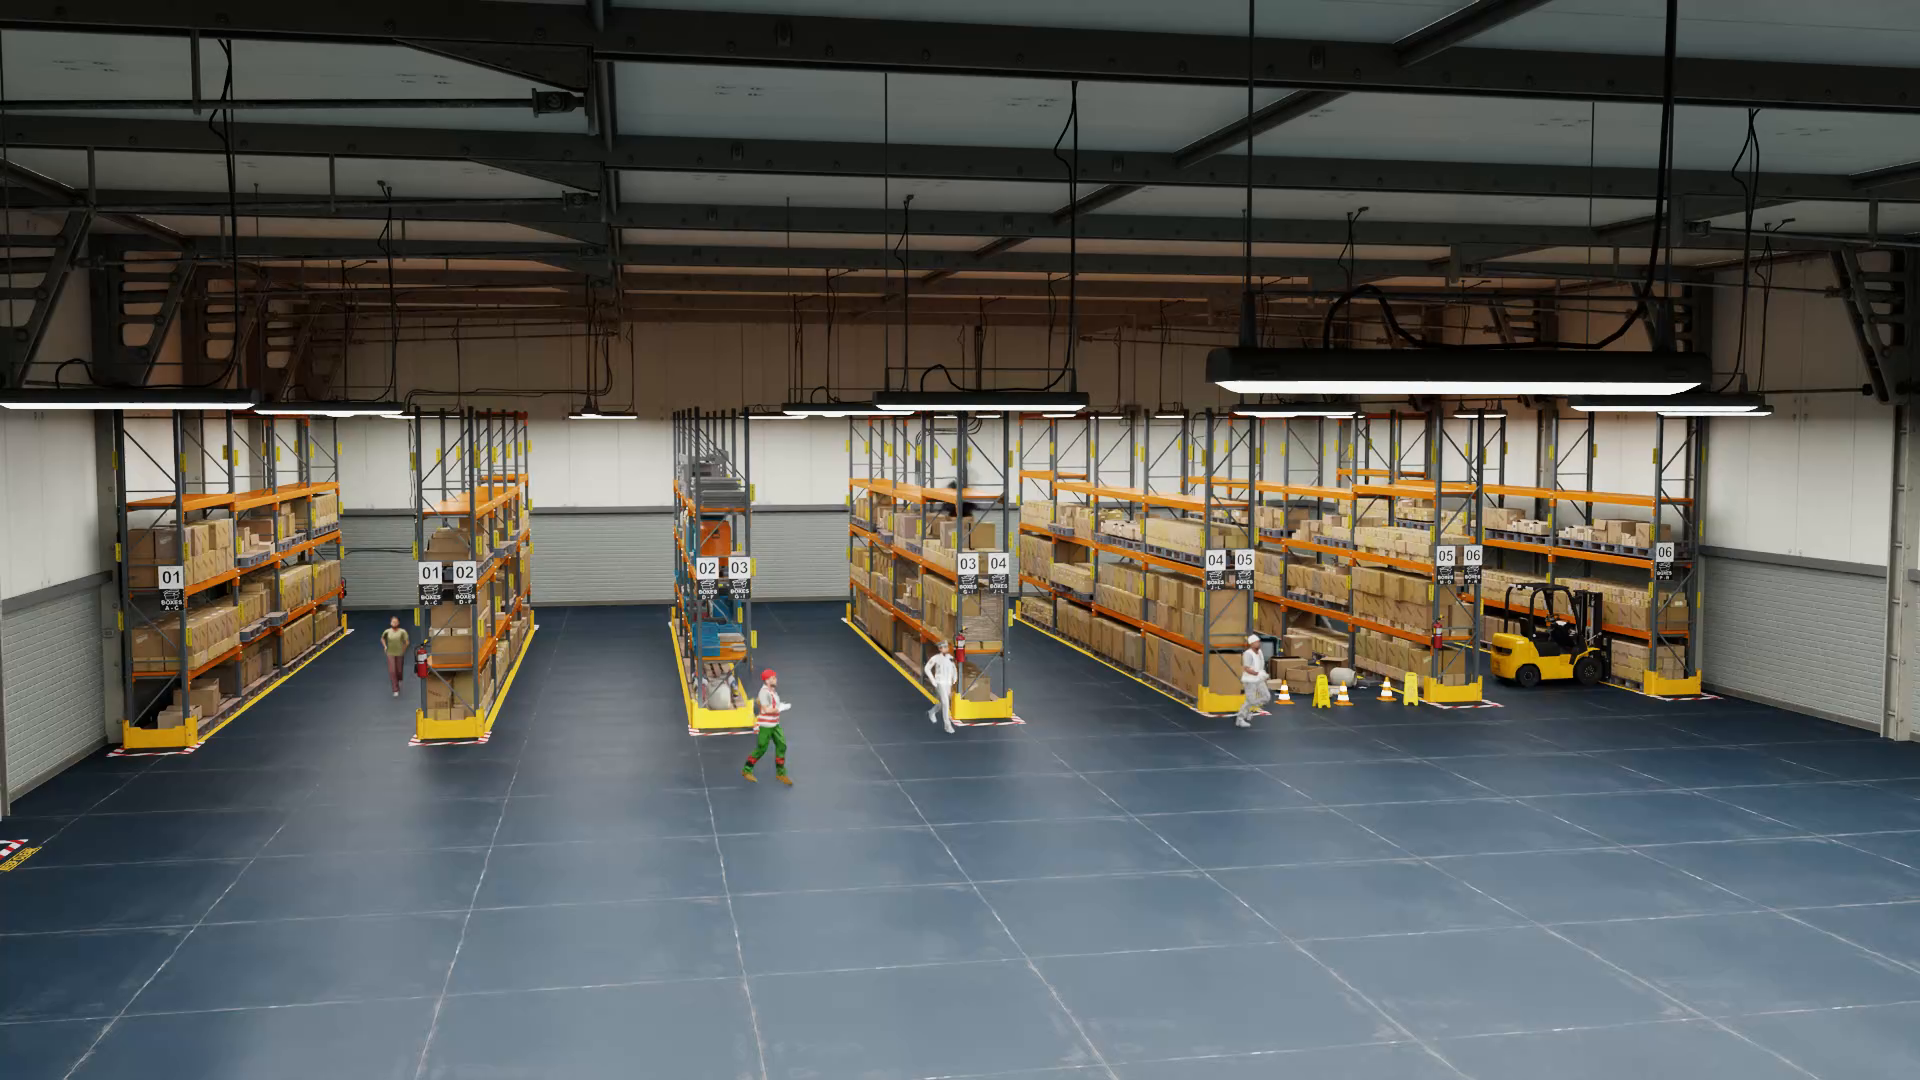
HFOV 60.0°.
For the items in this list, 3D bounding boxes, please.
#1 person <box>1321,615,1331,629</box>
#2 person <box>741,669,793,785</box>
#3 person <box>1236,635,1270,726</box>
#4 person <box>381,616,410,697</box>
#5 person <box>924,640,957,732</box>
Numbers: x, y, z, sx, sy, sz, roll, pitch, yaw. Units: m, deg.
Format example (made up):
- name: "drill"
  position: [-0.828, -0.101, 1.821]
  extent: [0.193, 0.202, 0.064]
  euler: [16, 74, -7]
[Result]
- name: "person"
  position: [9.759, 1.667, 44.307]
  extent: [0.575, 1.755, 0.953]
  euler: [-1, 4, -16]
- name: "person"
  position: [-3.045, 2.952, 26.198]
  extent: [0.836, 1.846, 0.661]
  euler: [1, 4, 13]
- name: "person"
  position: [5.537, 2.635, 31.146]
  extent: [0.715, 1.732, 0.716]
  euler: [3, 5, 40]
- name: "person"
  position: [-11.853, 2.427, 34.917]
  extent: [0.579, 1.662, 0.836]
  euler: [-1, 4, -16]
- name: "person"
  position: [-0.335, 2.694, 30.981]
  extent: [0.638, 1.703, 0.835]
  euler: [-3, 5, -40]
